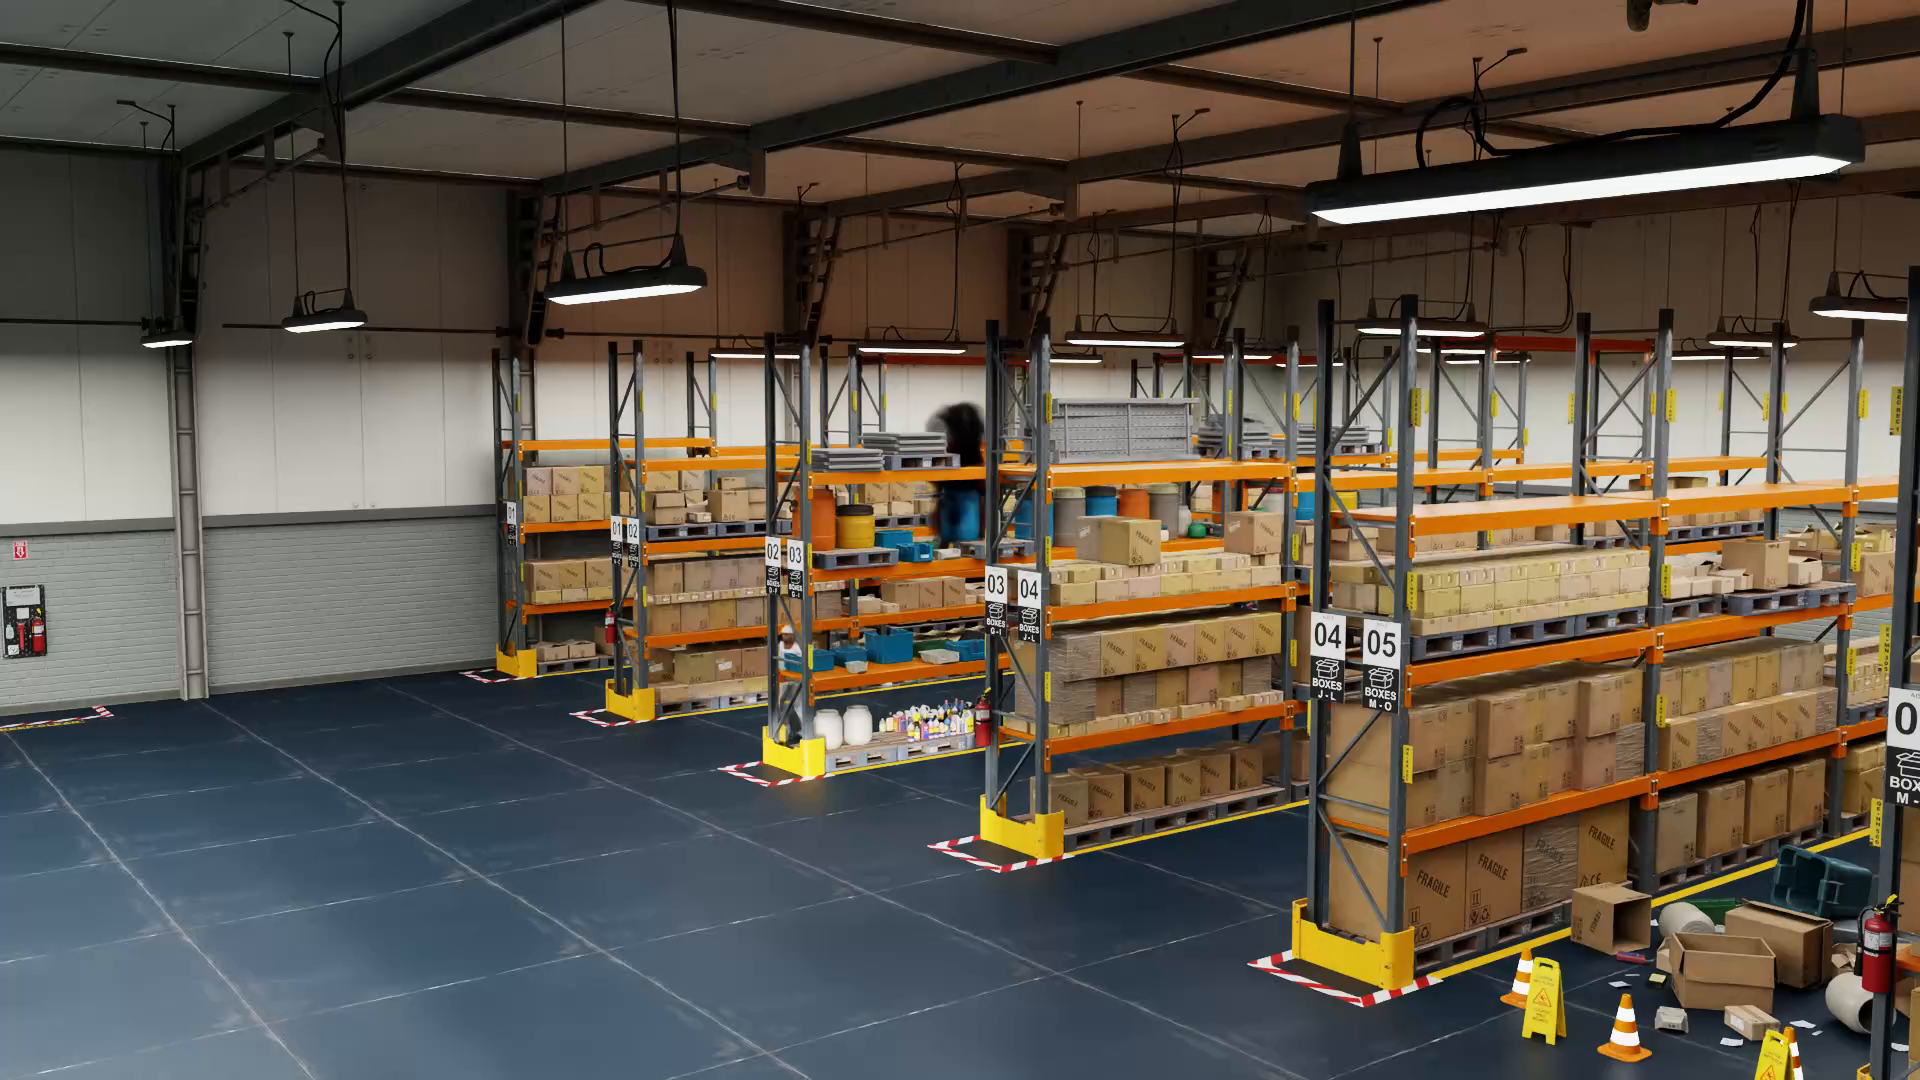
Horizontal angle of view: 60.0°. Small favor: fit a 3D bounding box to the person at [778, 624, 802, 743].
[{"bbox_3d":[-2.516,2.137,24.709,0.601,1.792,0.825,2,6,26],"label":"person"}]
